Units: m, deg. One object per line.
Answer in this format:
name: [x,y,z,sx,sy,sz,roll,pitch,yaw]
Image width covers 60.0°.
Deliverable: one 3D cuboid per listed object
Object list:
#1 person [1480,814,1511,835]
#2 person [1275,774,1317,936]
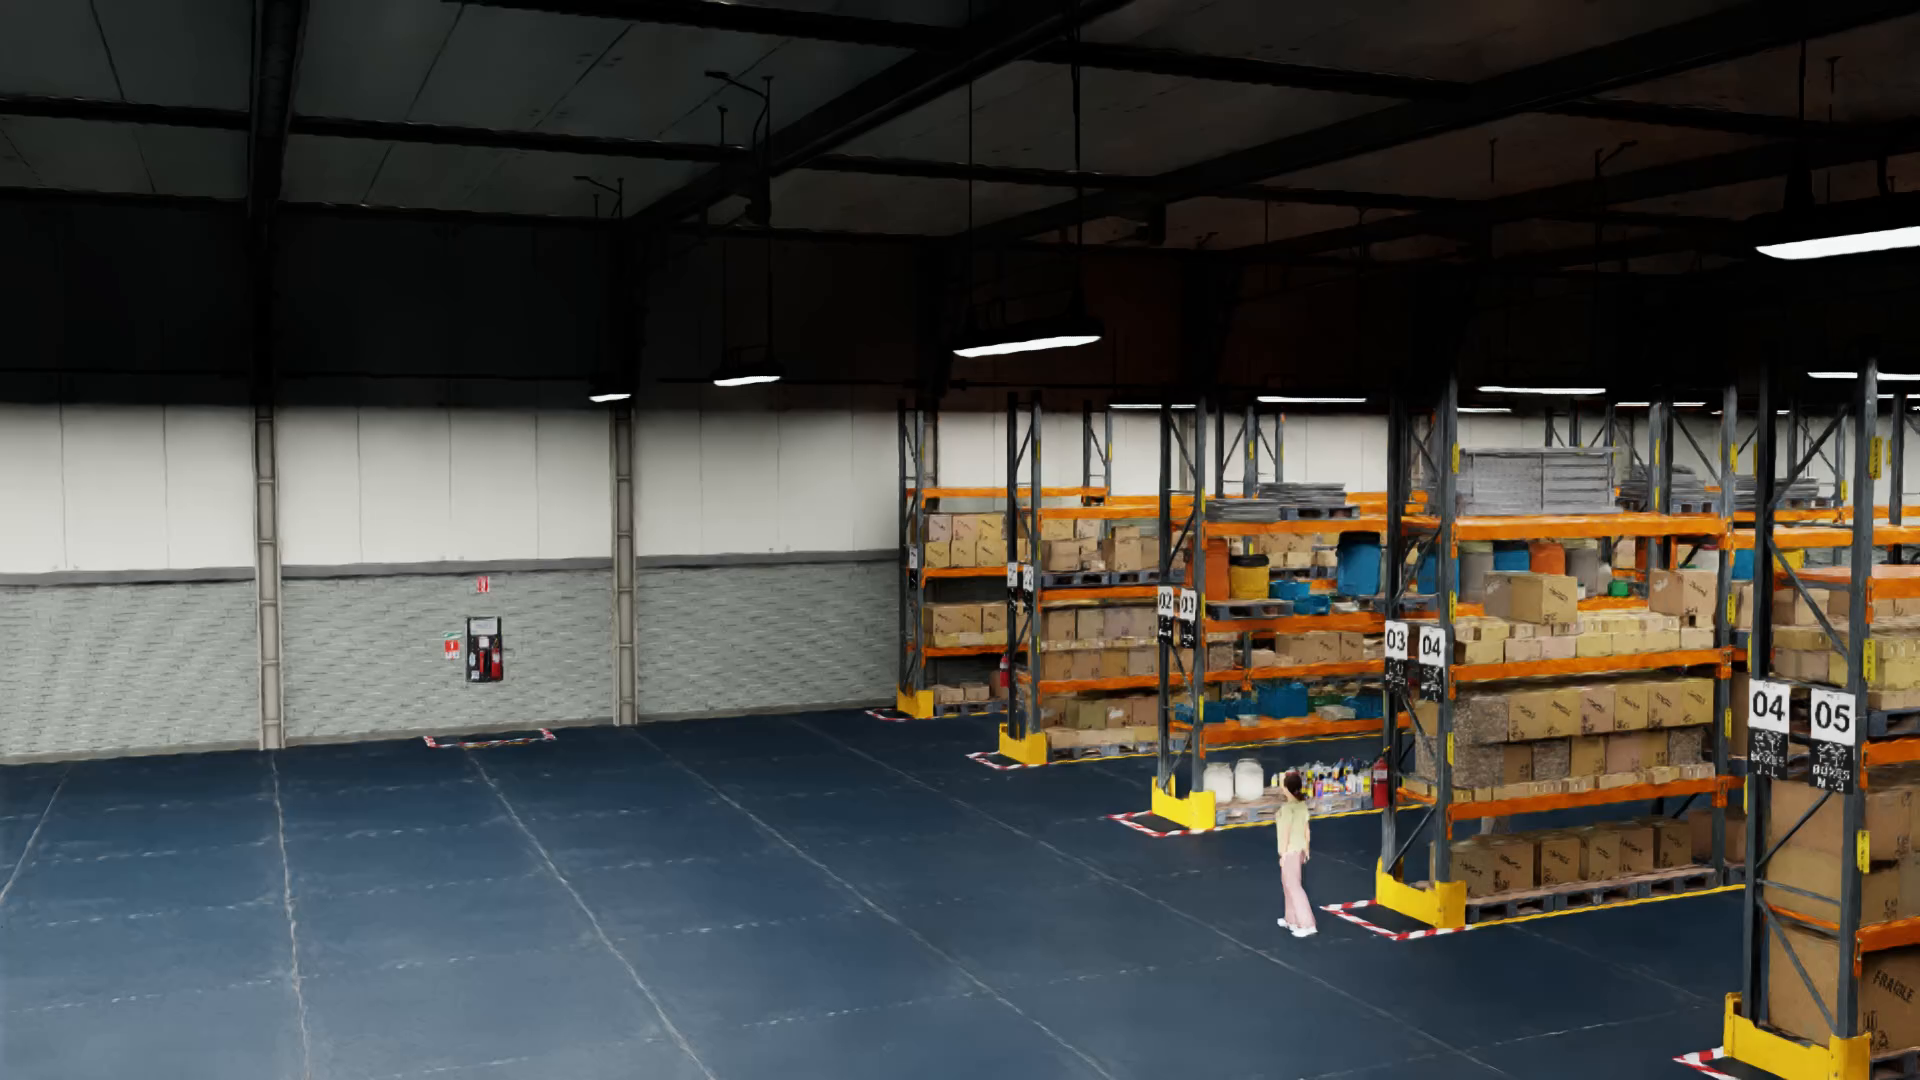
person: [6.809,3.060,20.902,0.450,1.731,0.589,2,4,35]
person: [3.551,3.311,17.556,0.535,1.662,0.562,3,4,39]
